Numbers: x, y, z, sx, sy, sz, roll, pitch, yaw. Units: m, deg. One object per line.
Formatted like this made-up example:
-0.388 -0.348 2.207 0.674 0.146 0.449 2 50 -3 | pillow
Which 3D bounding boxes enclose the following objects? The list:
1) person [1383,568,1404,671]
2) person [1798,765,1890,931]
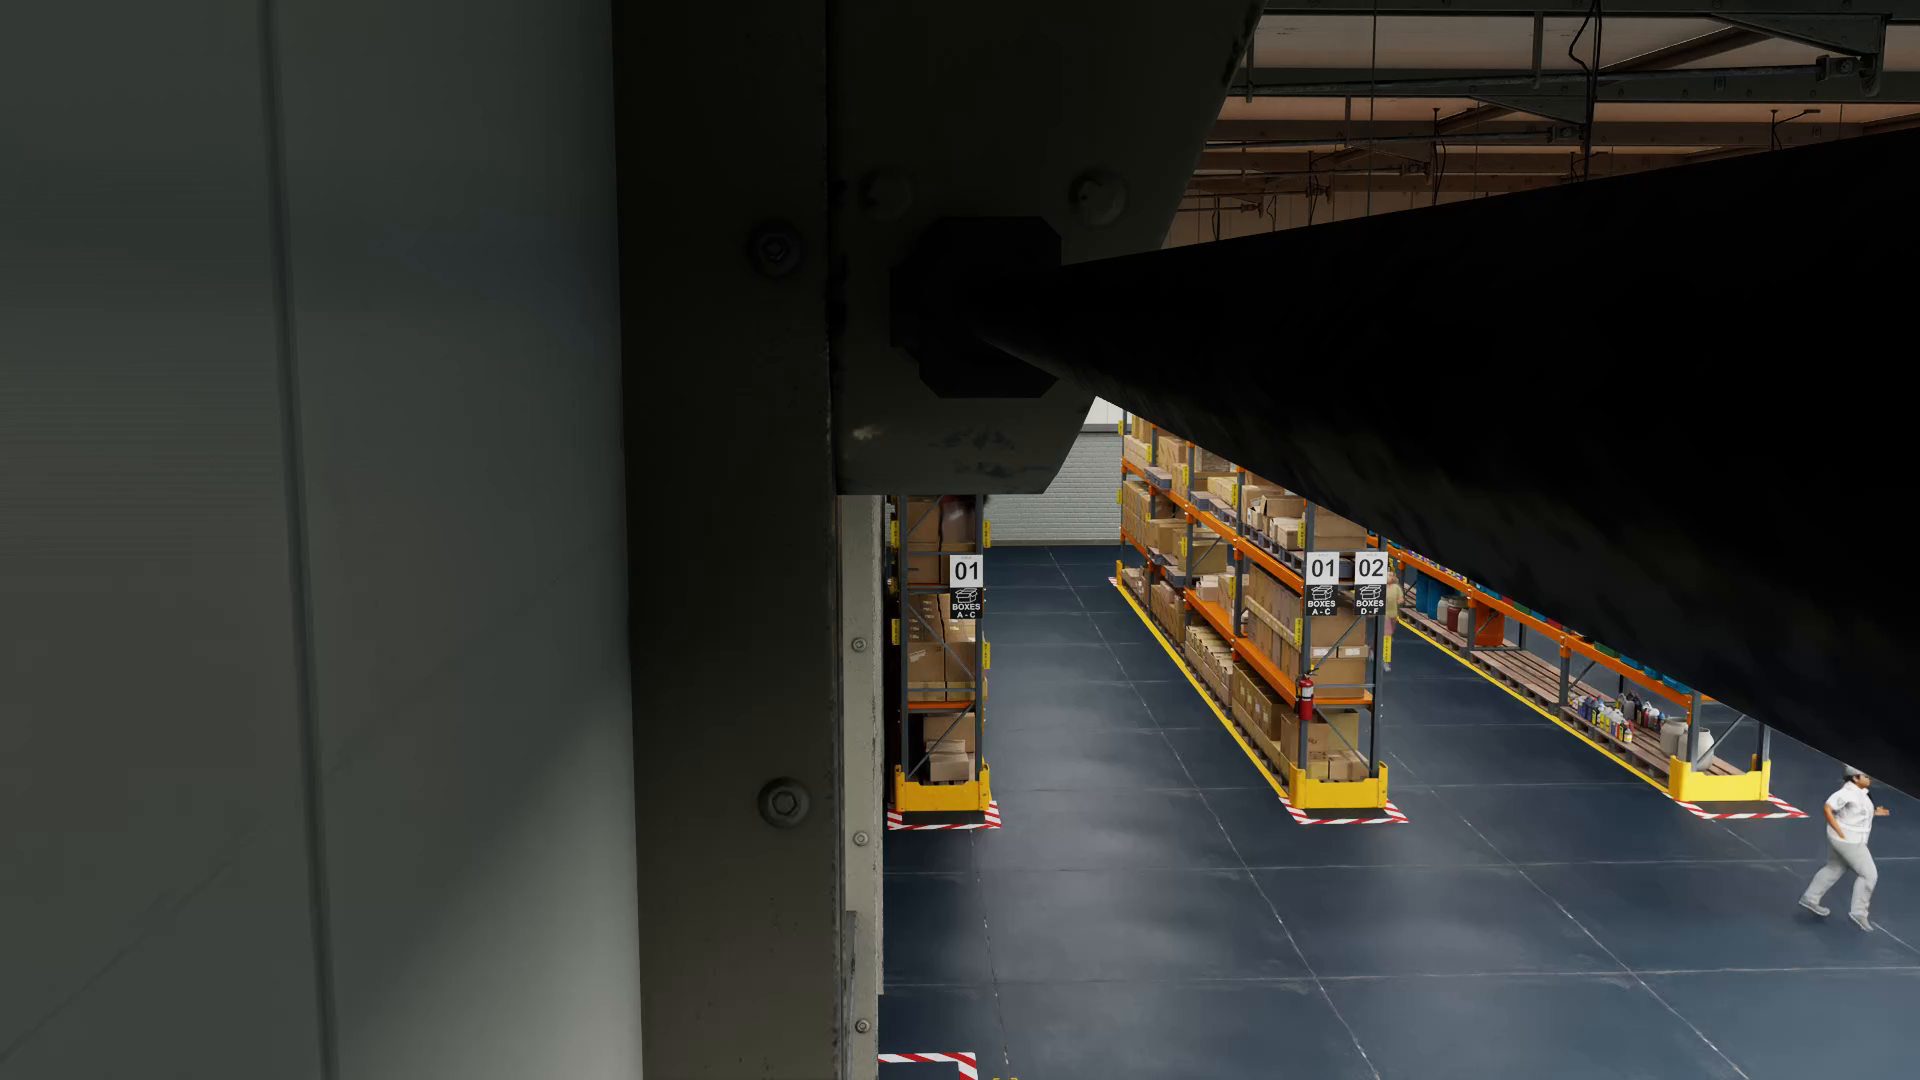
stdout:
7.276 1.338 28.334 0.544 1.727 0.721 -2 9 -15 | person
8.944 3.075 16.806 0.754 1.728 0.574 4 9 24 | person
